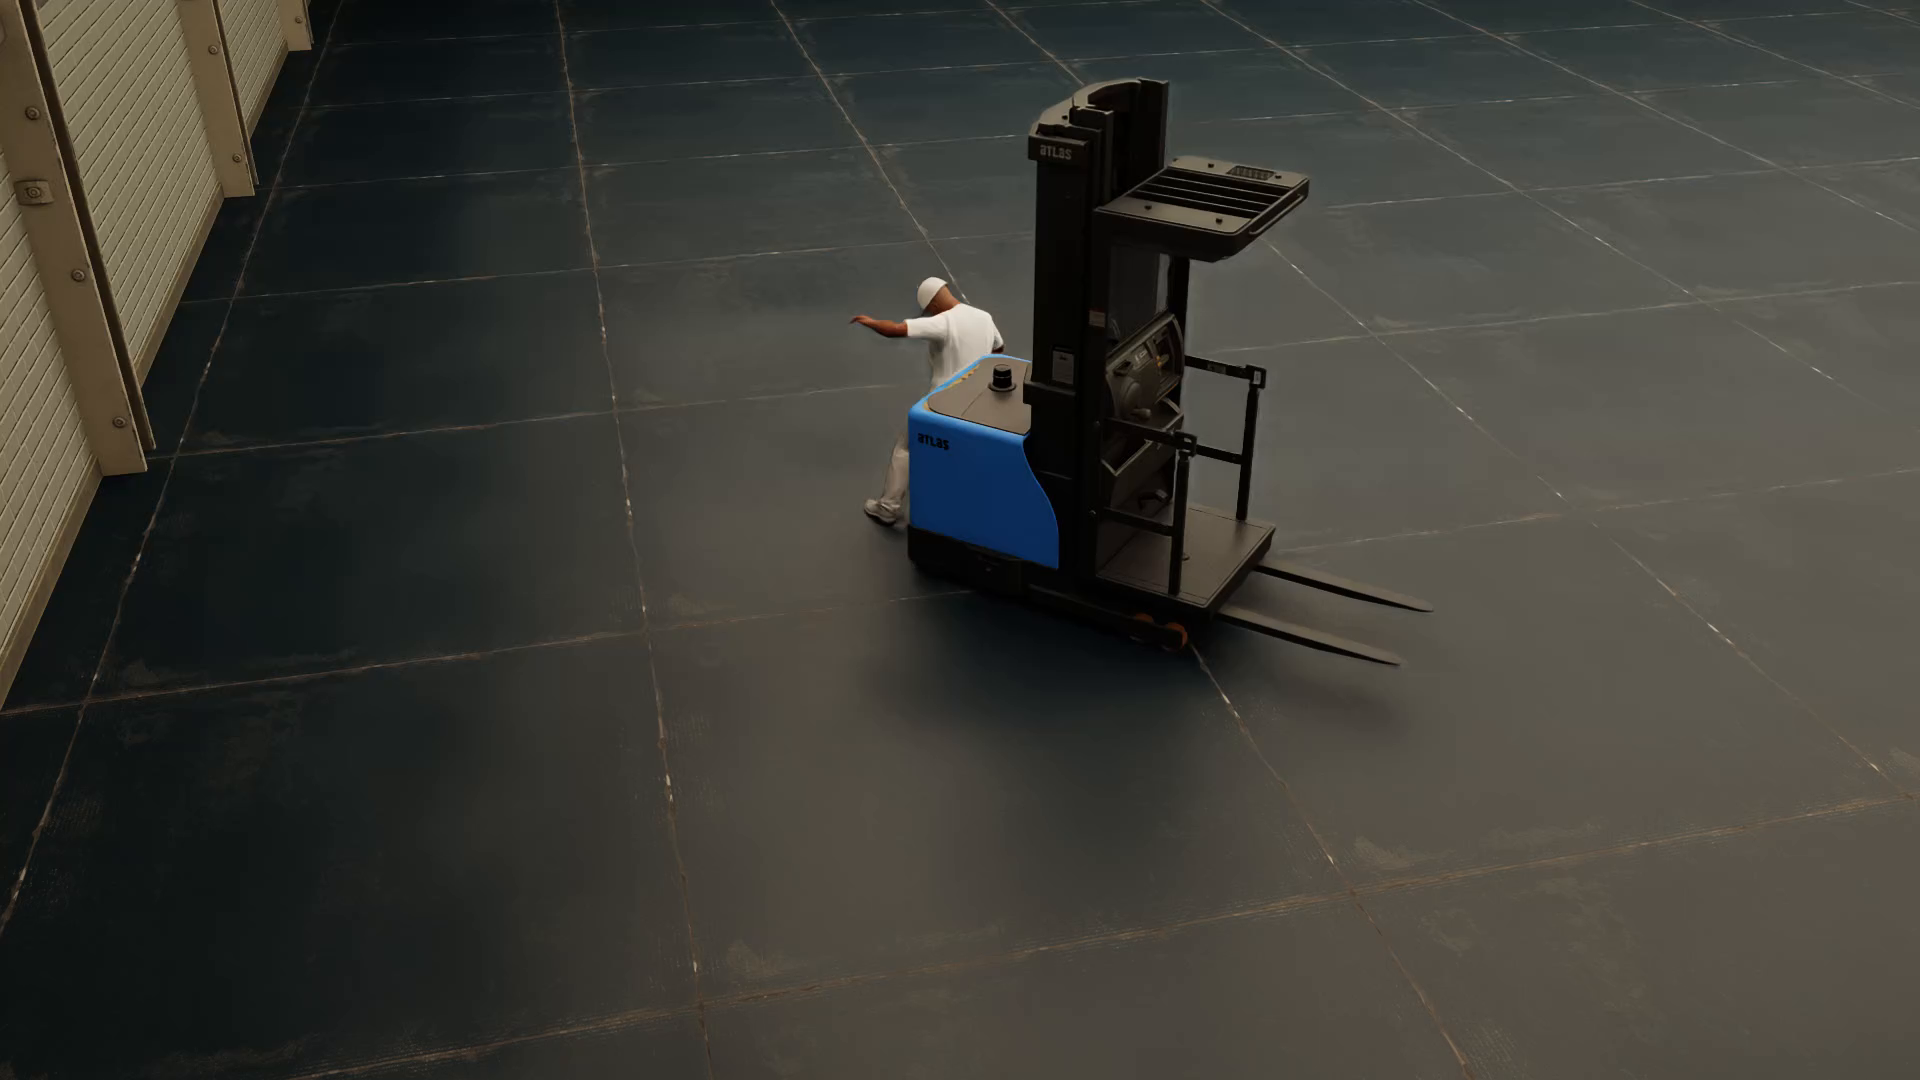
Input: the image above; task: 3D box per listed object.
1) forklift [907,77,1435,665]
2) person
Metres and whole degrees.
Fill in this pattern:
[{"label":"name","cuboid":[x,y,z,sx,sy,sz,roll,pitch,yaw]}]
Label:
[{"label":"forklift","cuboid":[1.212,-0.939,9.196,3.031,2.935,1.130,16,34,26]},{"label":"person","cuboid":[-0.138,-1.011,10.874,1.312,1.378,0.878,-15,33,-25]}]
